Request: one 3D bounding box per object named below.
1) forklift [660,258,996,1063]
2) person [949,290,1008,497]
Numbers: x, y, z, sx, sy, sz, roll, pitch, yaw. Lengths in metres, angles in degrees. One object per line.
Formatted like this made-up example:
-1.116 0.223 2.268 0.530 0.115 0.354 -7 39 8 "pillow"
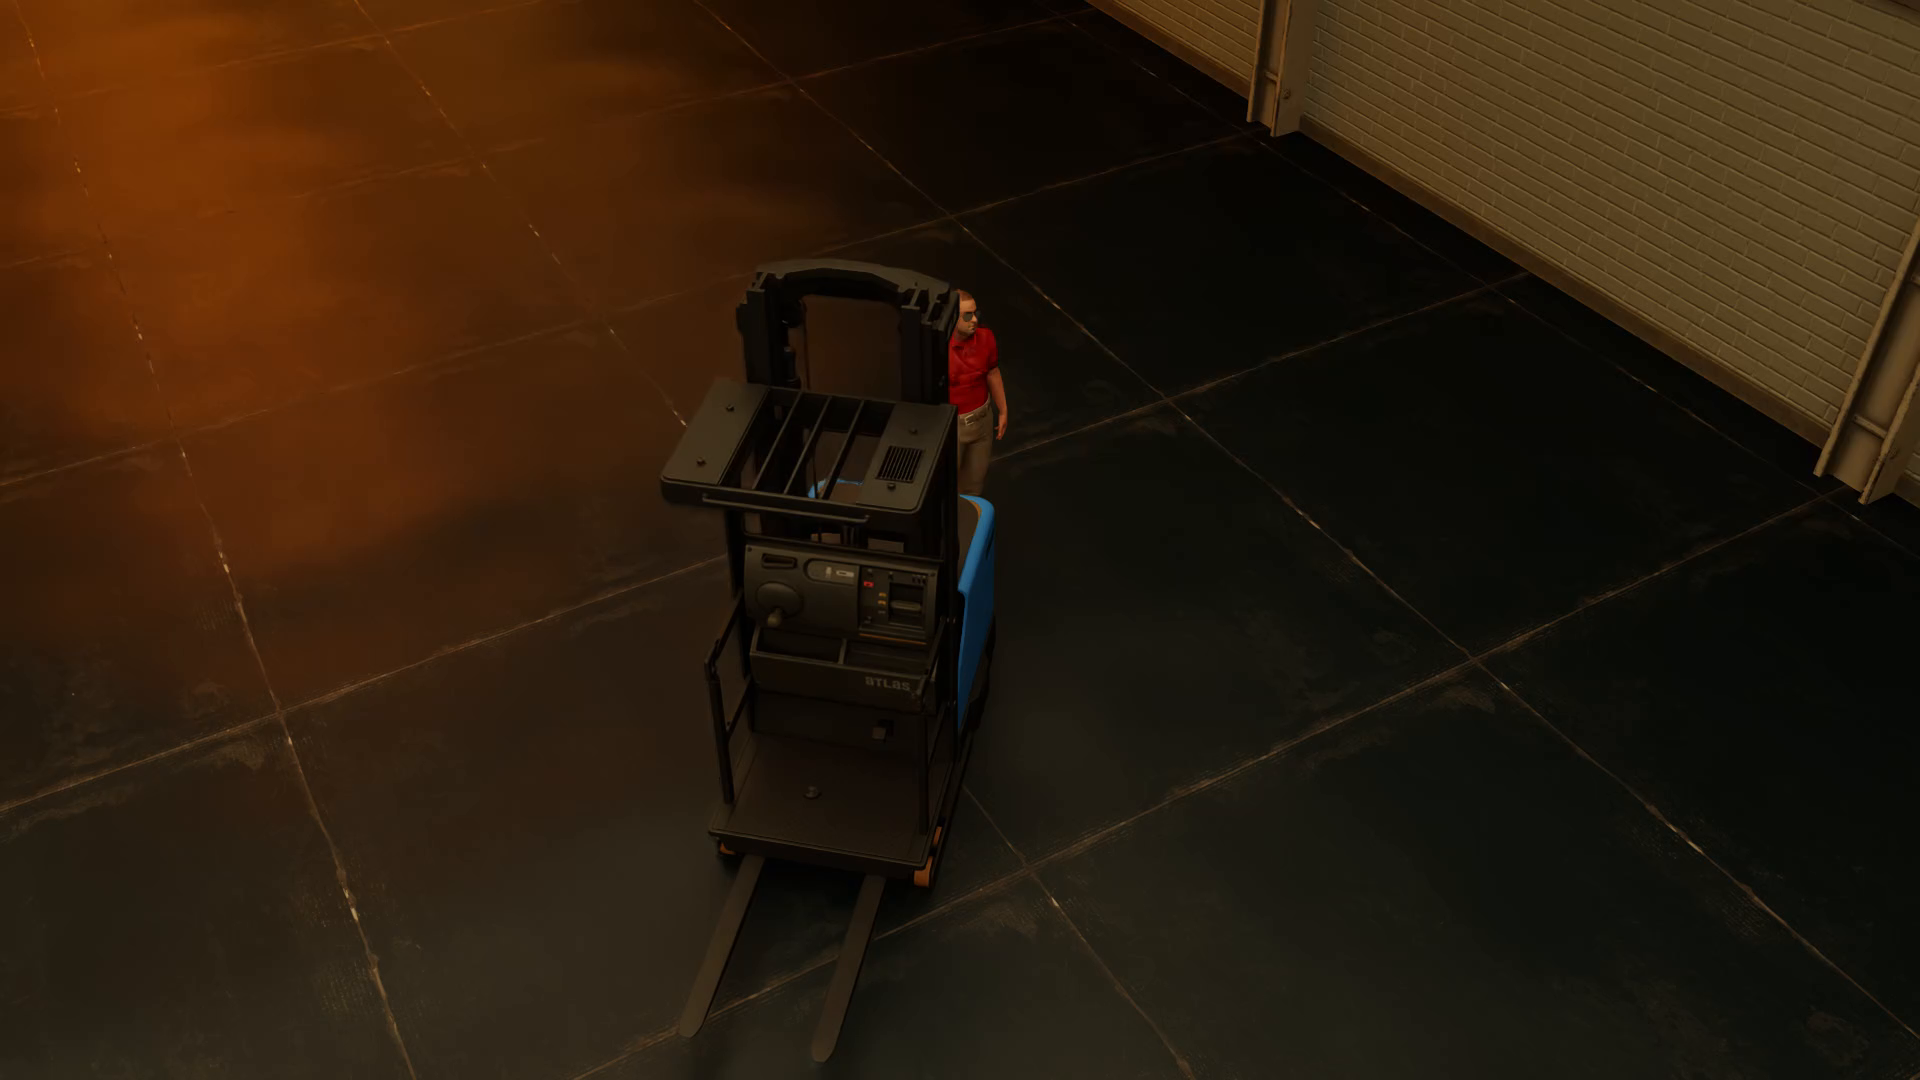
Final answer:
-0.603 0.331 7.637 1.130 2.935 3.031 8 40 9 "forklift"
0.035 -0.618 9.711 0.641 1.728 0.550 -20 44 -23 "person"
